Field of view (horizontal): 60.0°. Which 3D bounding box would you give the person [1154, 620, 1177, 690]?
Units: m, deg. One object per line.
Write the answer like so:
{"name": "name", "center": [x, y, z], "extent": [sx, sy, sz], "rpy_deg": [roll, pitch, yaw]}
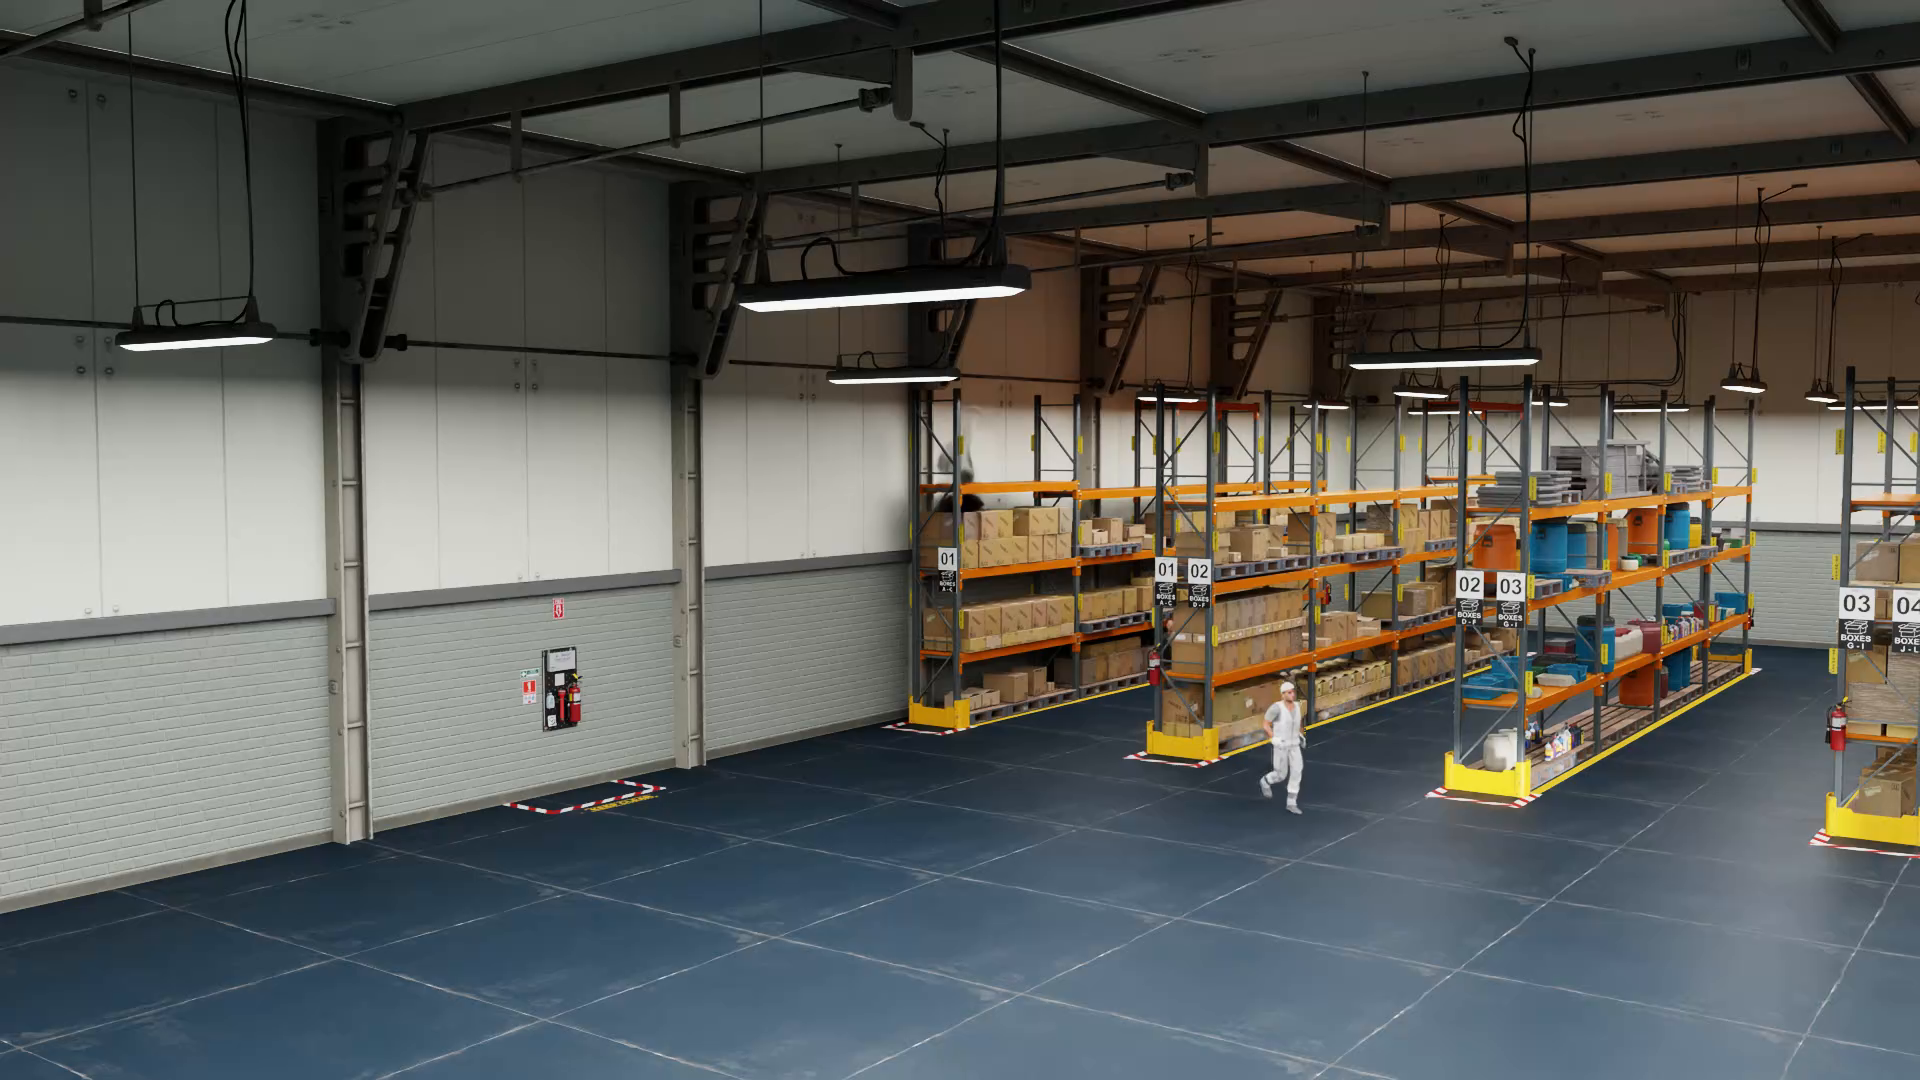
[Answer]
{"name": "person", "center": [3.940, 2.381, 31.221], "extent": [0.626, 1.759, 0.723], "rpy_deg": [1, 4, 24]}

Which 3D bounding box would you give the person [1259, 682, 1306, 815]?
{"name": "person", "center": [4.434, 2.829, 22.849], "extent": [0.659, 1.783, 0.833], "rpy_deg": [-1, 4, -23]}
